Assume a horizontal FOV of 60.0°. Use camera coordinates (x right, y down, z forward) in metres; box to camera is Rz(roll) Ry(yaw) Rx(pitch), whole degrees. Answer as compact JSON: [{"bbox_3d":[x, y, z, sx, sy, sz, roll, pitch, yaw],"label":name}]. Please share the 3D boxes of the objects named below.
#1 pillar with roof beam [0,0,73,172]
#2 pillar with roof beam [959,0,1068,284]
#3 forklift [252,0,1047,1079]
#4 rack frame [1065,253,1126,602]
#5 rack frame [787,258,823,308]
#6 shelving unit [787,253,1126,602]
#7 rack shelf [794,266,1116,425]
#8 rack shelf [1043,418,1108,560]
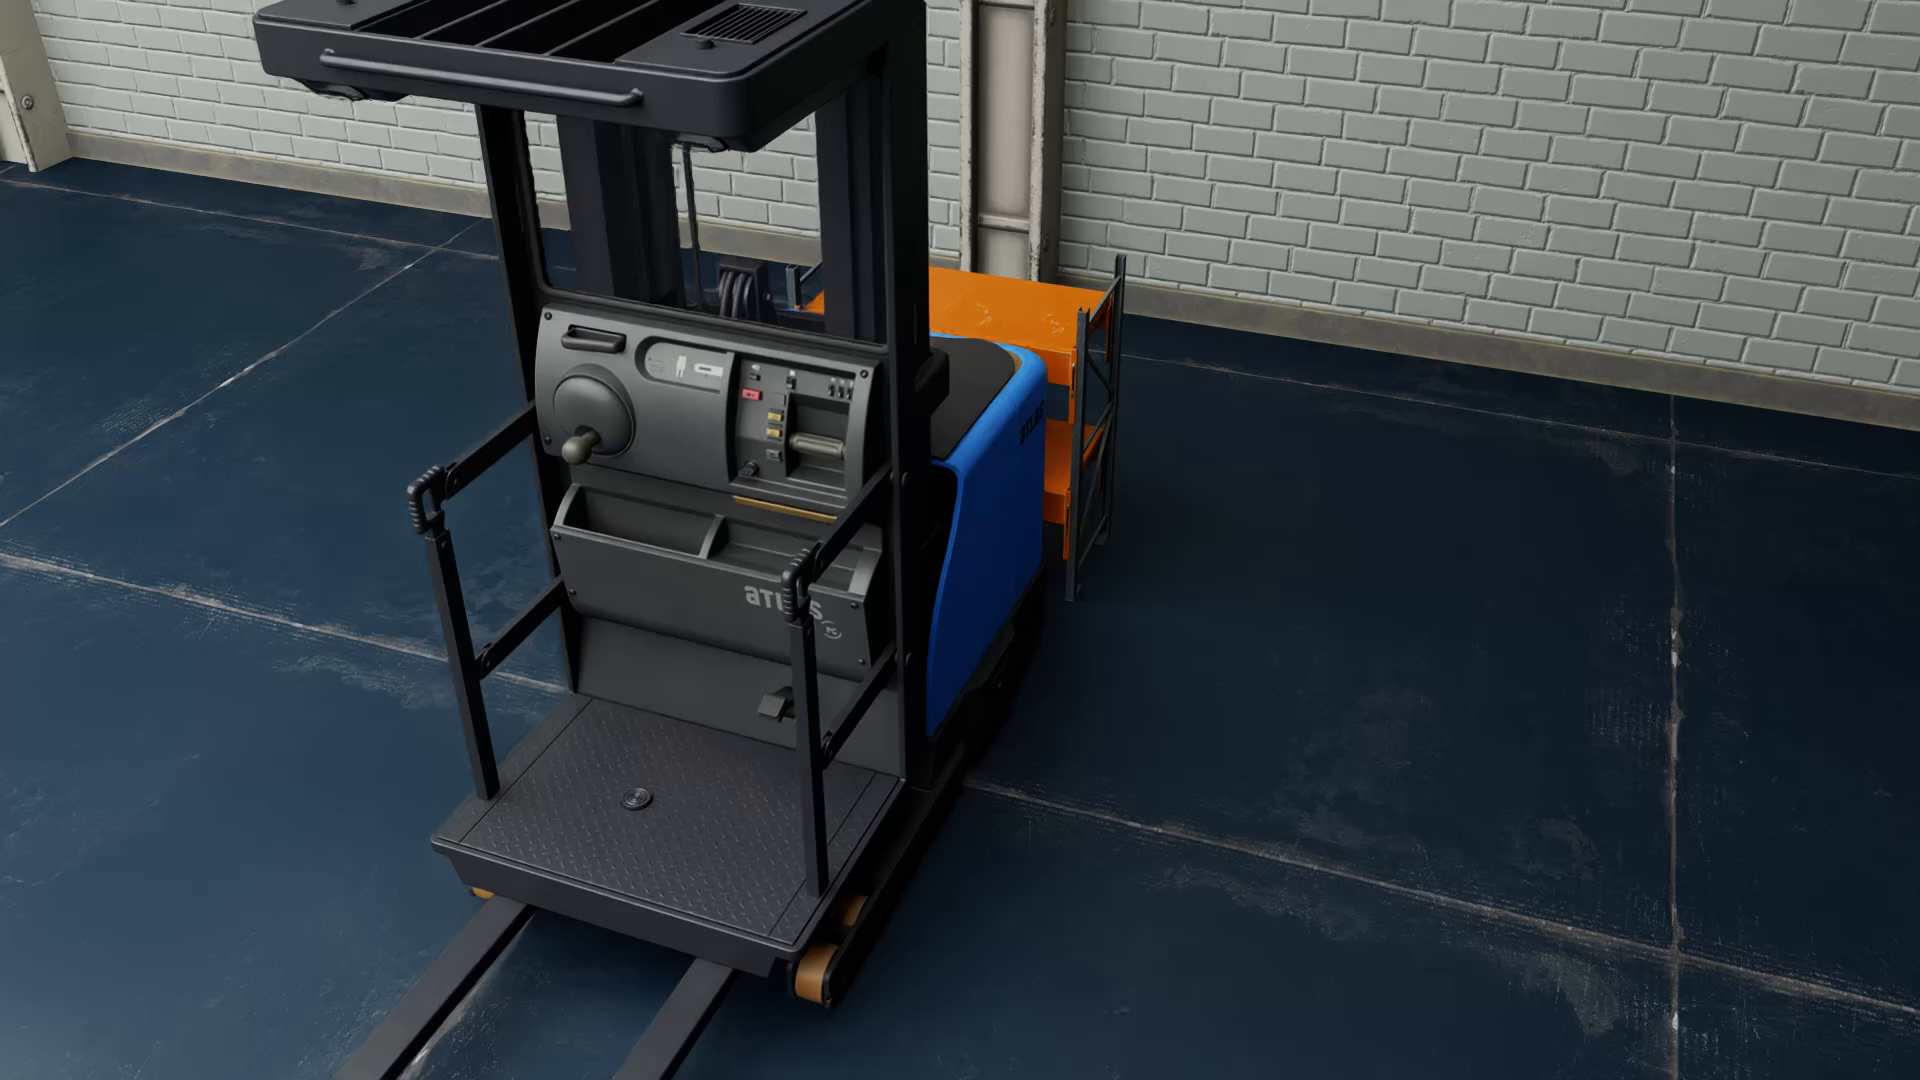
[{"bbox_3d":[-6.867,-3.800,3.840,0.400,9.000,9.100,11,34,16],"label":"pillar with roof beam"},{"bbox_3d":[-1.219,-2.702,2.139,0.400,9.000,9.100,11,34,16],"label":"pillar with roof beam"},{"bbox_3d":[-0.723,-0.275,3.974,1.130,2.935,3.031,12,35,18],"label":"forklift"},{"bbox_3d":[0.472,-0.381,5.803,0.032,1.125,0.500,11,34,16],"label":"rack frame"},{"bbox_3d":[-0.485,-0.567,6.091,0.032,1.125,0.500,11,34,16],"label":"rack frame"},{"bbox_3d":[-0.006,-0.474,5.947,1.048,1.125,0.538,11,34,16],"label":"shelving unit"},{"bbox_3d":[-0.006,-0.720,5.788,1.000,0.278,0.538,11,34,16],"label":"rack shelf"},{"bbox_3d":[-0.006,-0.268,6.079,1.000,0.278,0.538,11,34,16],"label":"rack shelf"}]
